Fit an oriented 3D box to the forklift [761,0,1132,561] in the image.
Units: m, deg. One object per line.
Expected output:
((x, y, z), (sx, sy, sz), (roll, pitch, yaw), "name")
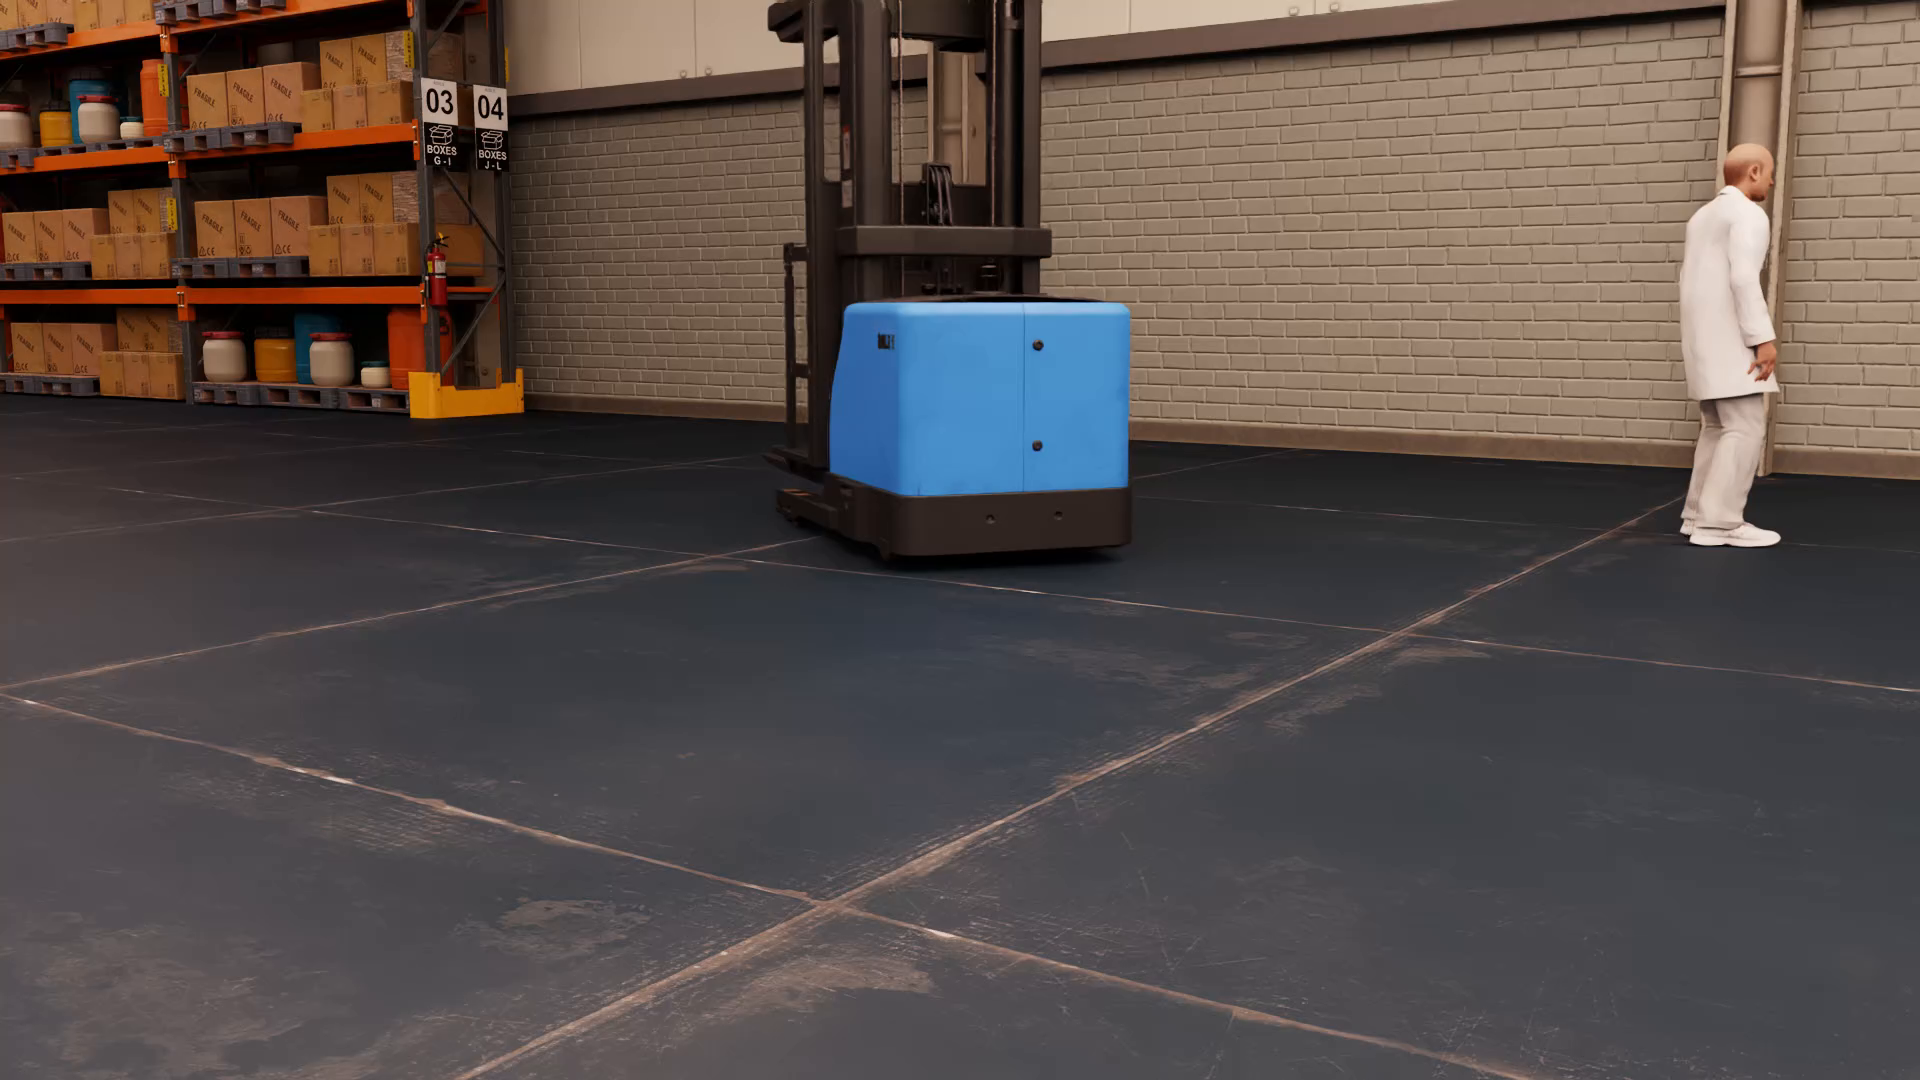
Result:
((-0.276, -1.536, 7.992), (1.130, 2.935, 3.031), (-3, 9, -21), "forklift")

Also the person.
((3.472, -0.868, 7.445), (0.459, 1.779, 0.651), (0, 8, 1), "person")
